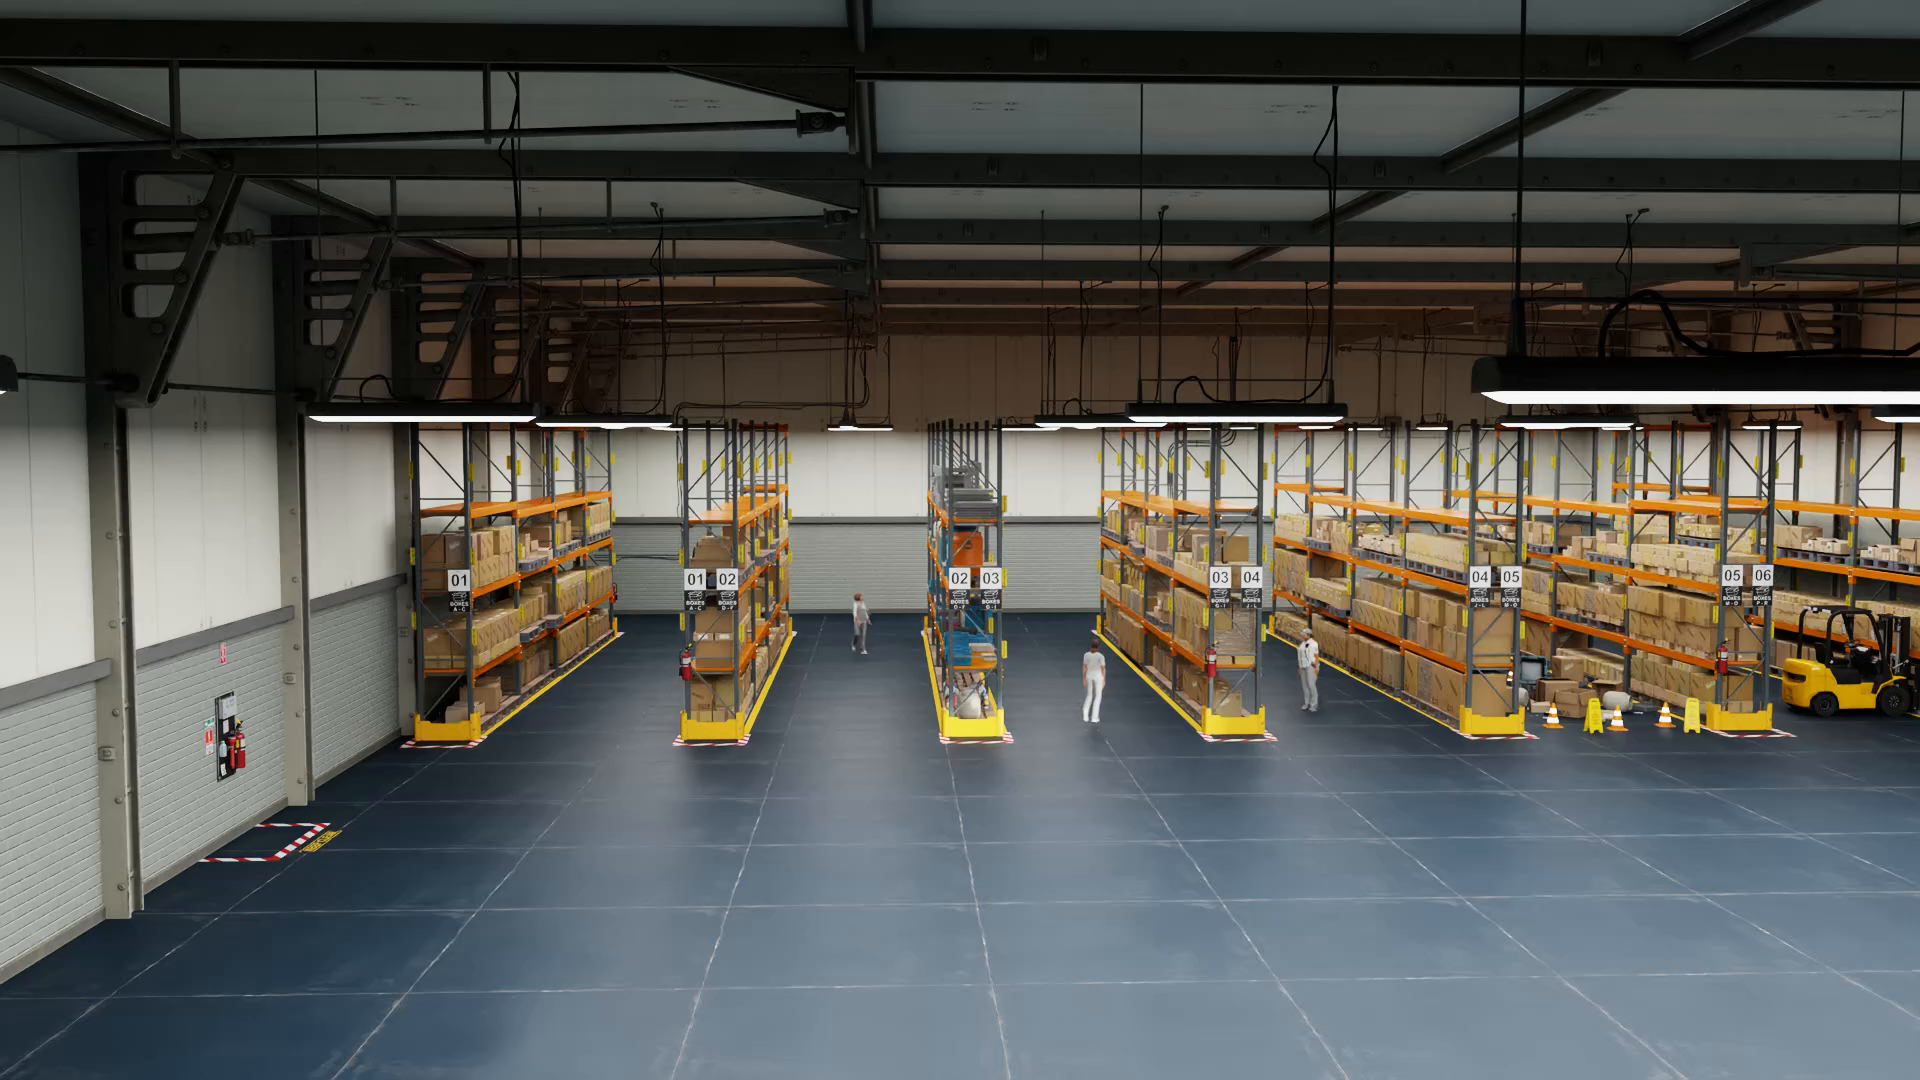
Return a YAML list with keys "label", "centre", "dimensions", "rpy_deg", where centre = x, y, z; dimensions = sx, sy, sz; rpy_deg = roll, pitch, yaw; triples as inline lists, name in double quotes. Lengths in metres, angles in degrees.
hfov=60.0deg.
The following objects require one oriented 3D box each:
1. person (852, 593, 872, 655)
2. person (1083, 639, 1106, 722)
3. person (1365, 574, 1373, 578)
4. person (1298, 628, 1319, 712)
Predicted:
- label: "person"
  centre: [-2.536, 2.161, 43.052]
  dimensions: [0.507, 1.582, 0.514]
  rpy_deg: [-2, 4, -34]
- label: "person"
  centre: [2.639, 2.776, 32.797]
  dimensions: [0.453, 1.662, 0.525]
  rpy_deg: [2, 4, 30]
- label: "person"
  centre: [11.470, 1.844, 46.708]
  dimensions: [0.472, 1.779, 0.624]
  rpy_deg: [1, 4, 17]
- label: "person"
  centre: [7.263, 2.693, 34.550]
  dimensions: [0.392, 1.705, 0.613]
  rpy_deg: [-2, 4, -23]
